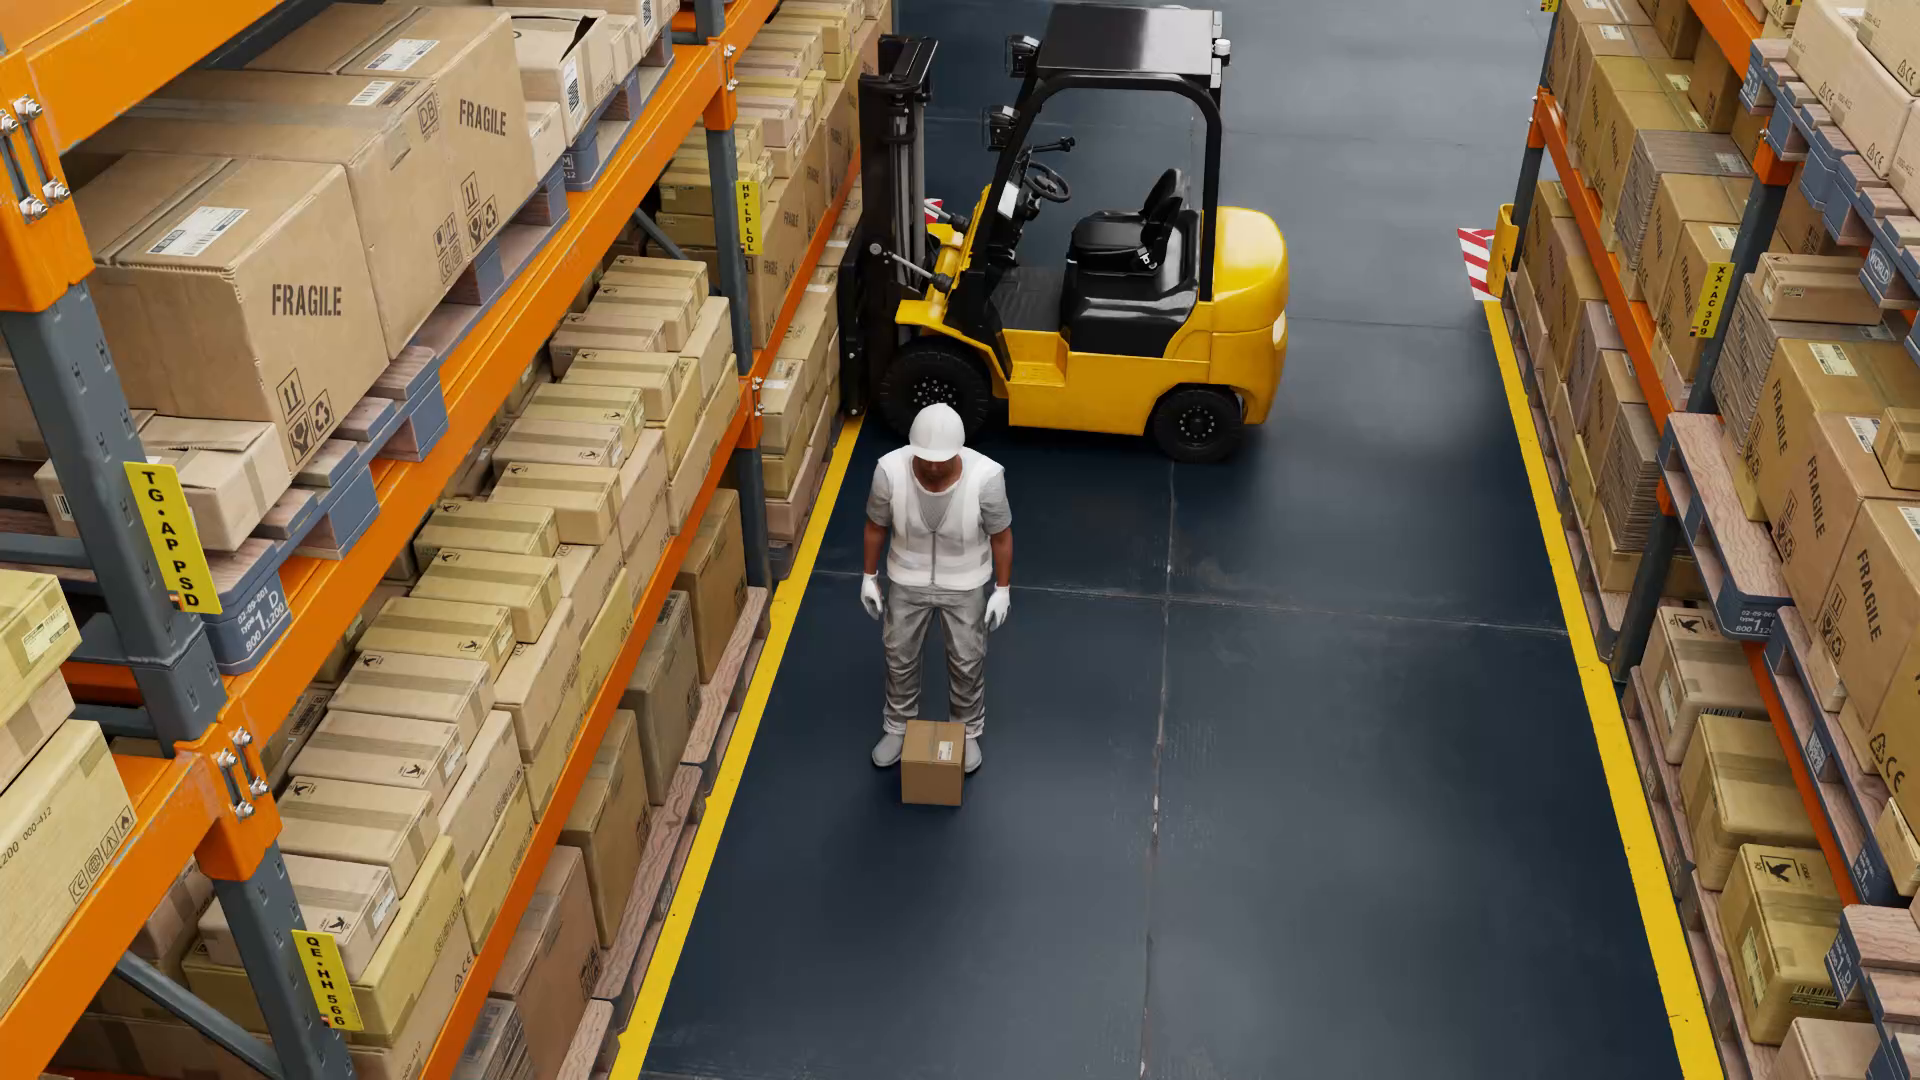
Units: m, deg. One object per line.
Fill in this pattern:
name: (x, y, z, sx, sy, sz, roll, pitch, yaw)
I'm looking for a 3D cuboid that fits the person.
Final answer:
person: (-0.098, 0.189, 6.770, 0.619, 1.774, 0.446, 5, 36, 6)
